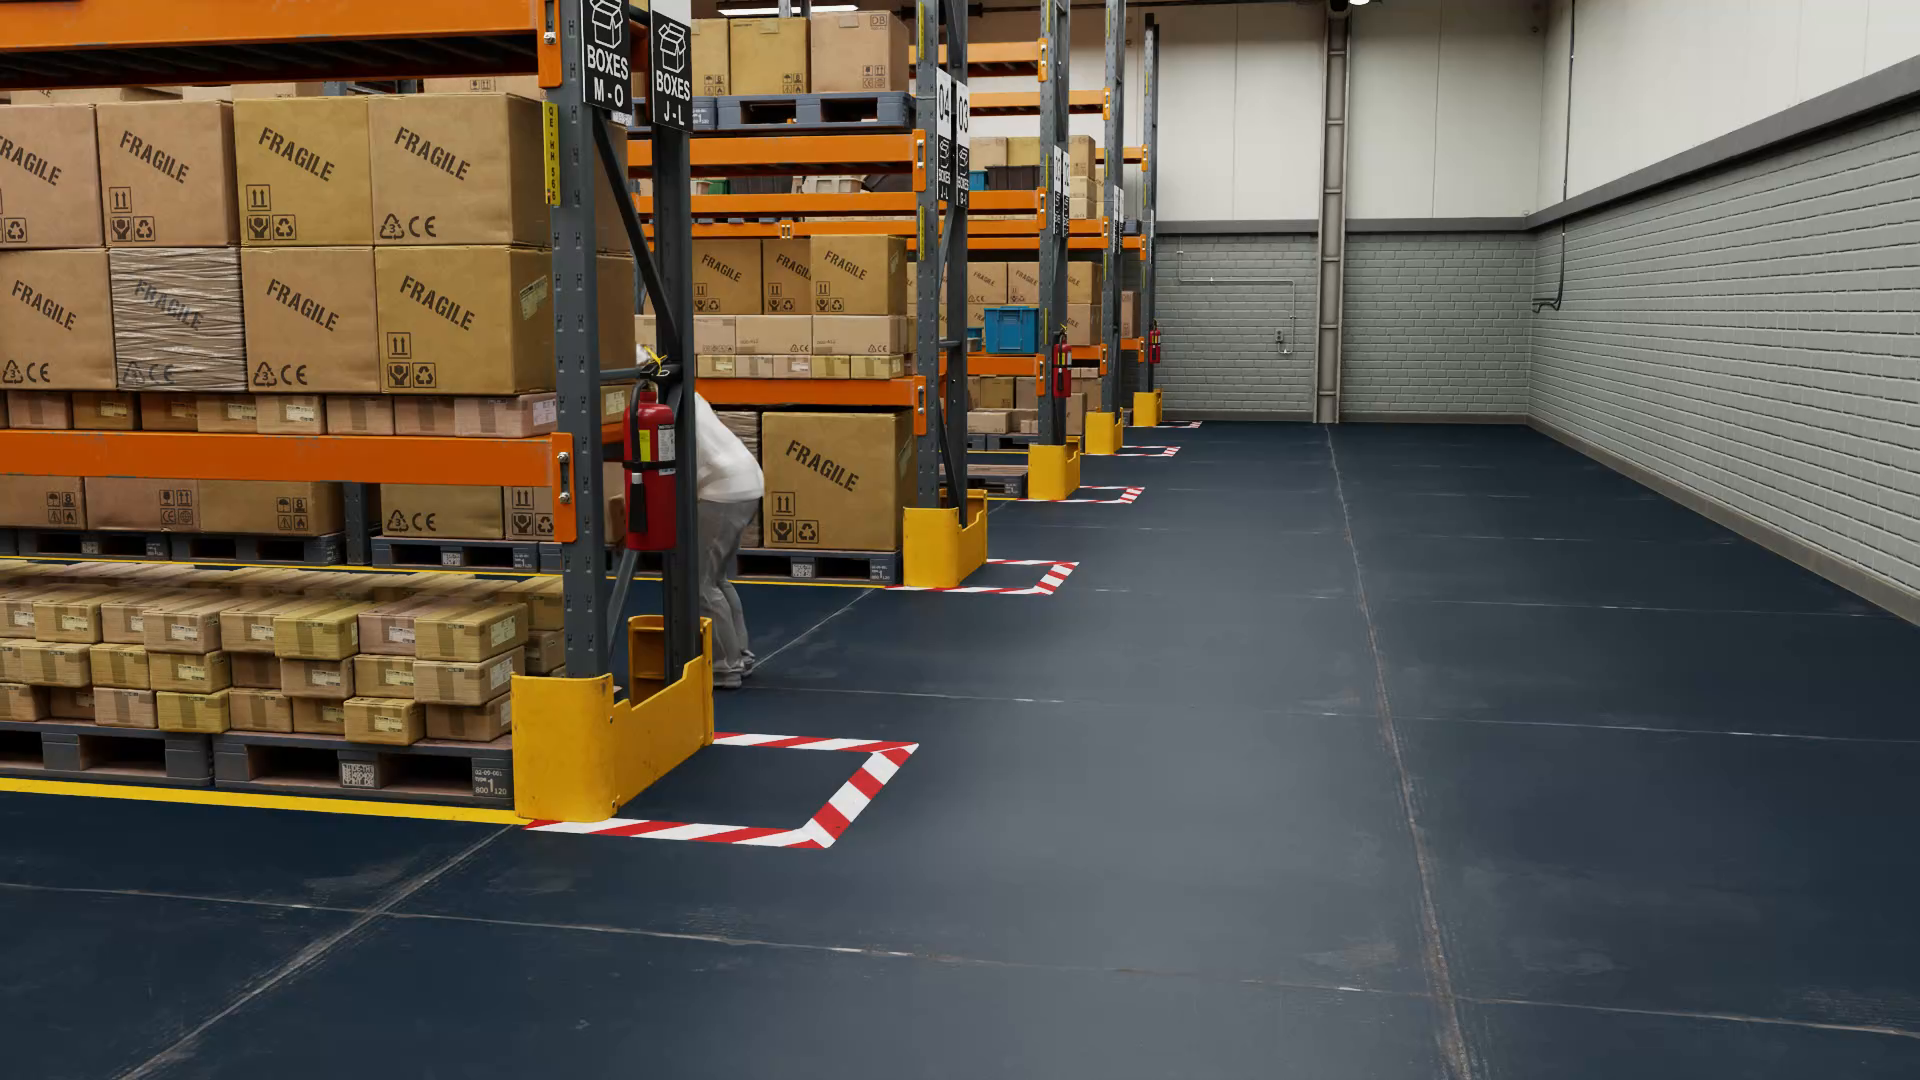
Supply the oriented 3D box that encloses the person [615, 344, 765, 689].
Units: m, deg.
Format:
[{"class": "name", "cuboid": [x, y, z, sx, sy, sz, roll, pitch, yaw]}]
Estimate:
[{"class": "person", "cuboid": [-1.290, -0.119, 7.716, 0.762, 1.589, 0.488, 0, 8, 1]}]
